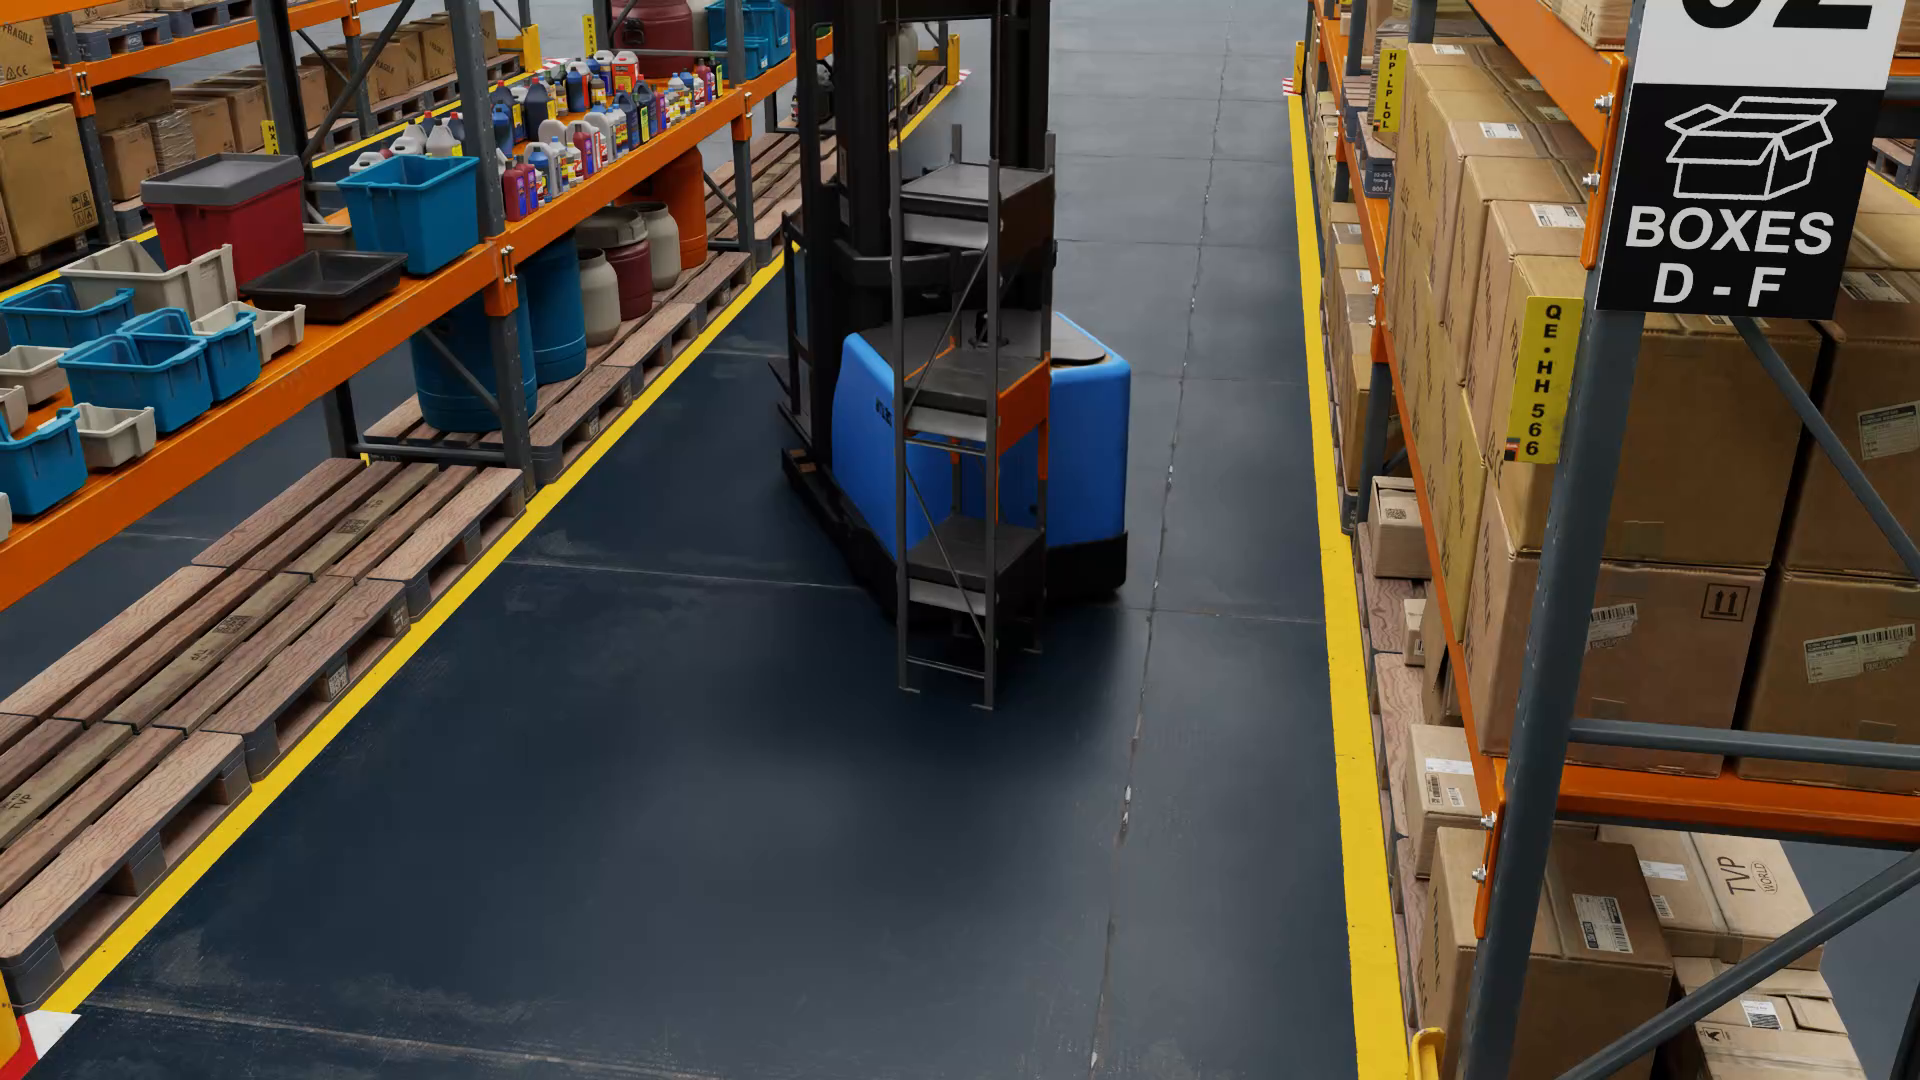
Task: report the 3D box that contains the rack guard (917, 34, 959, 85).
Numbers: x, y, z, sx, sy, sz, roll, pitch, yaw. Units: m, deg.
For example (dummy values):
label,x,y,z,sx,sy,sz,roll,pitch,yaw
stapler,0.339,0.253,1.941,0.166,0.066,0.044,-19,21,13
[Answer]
label,x,y,z,sx,sy,sz,roll,pitch,yaw
rack guard,-0.605,-5.450,18.805,1.175,0.500,0.348,4,25,9

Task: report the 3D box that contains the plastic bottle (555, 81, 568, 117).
label,x,y,z,sx,sy,sz,roll,pitch,yaw
plastic bottle,-2.479,-2.727,10.273,0.097,0.201,0.097,0,25,0

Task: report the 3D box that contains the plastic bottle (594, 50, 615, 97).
label,x,y,z,sx,sy,sz,roll,pitch,yaw
plastic bottle,-2.336,-3.057,10.889,0.152,0.276,0.135,4,25,9

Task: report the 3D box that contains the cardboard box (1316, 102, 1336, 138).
label,x,y,z,sx,sy,sz,roll,pitch,yaw
cardboard box,3.193,-3.434,13.635,0.500,0.311,0.500,4,25,8

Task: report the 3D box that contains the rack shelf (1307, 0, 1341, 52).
label,x,y,z,sx,sy,sz,roll,pitch,yaw
rack shelf,3.920,-5.111,15.979,1.077,0.370,4.000,4,25,9

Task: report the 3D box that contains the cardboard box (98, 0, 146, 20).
label,x,y,z,sx,sy,sz,roll,pitch,yaw
cardboard box,-6.791,-4.319,12.826,0.700,0.500,0.500,8,26,16

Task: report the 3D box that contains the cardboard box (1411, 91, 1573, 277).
label,x,y,z,sx,sy,sz,roll,pitch,yaw
cardboard box,1.763,-1.144,5.358,0.500,0.500,0.500,3,25,7

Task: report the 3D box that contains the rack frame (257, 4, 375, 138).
label,x,y,z,sx,sy,sz,roll,pitch,yaw
rack frame,-6.179,-5.288,15.509,1.000,3.000,0.127,4,25,9

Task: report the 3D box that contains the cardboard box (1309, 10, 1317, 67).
label,x,y,z,sx,sy,sz,roll,pitch,yaw
cardboard box,3.860,-5.139,17.055,0.500,0.500,0.500,4,25,9

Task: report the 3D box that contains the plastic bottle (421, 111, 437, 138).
label,x,y,z,sx,sy,sz,roll,pitch,yaw
plastic bottle,-2.743,-2.061,8.673,0.144,0.351,0.185,4,25,9

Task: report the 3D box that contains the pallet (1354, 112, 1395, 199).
label,x,y,z,sx,sy,sz,roll,pitch,yaw
pallet,2.626,-2.026,8.767,1.003,0.211,1.213,4,25,9

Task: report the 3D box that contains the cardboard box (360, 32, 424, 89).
label,x,y,z,sx,sy,sz,roll,pitch,yaw
cardboard box,-5.964,-5.016,17.380,0.500,0.500,0.500,2,25,4

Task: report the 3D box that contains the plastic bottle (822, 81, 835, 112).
label,x,y,z,sx,sy,sz,roll,pitch,yaw
plastic bottle,-1.290,-4.280,16.050,0.152,0.276,0.135,4,25,9

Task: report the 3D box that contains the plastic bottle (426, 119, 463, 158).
label,x,y,z,sx,sy,sz,roll,pitch,yaw
plastic bottle,-2.631,-1.974,8.486,0.144,0.351,0.185,4,25,9

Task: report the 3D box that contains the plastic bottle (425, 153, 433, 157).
label,x,y,z,sx,sy,sz,roll,pitch,yaw
plastic bottle,-2.669,-1.848,8.394,0.097,0.201,0.097,0,25,0

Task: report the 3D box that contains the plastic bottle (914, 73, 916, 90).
label,x,y,z,sx,sy,sz,roll,pitch,yaw
plastic bottle,-0.507,-4.751,17.144,0.097,0.201,0.097,0,25,0

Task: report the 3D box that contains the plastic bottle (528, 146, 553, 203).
label,x,y,z,sx,sy,sz,roll,pitch,yaw
plastic bottle,-2.081,-1.810,8.231,0.097,0.271,0.097,0,25,0

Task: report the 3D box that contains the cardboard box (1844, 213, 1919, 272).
label,x,y,z,sx,sy,sz,roll,pitch,yaw
cardboard box,2.043,-0.466,3.909,0.500,0.500,0.500,4,25,9

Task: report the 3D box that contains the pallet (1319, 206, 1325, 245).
label,x,y,z,sx,sy,sz,roll,pitch,yaw
pallet,3.314,-2.514,12.873,1.003,0.211,1.213,4,25,9

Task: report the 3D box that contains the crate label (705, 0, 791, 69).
label,x,y,z,sx,sy,sz,roll,pitch,yaw
crate label,-1.517,-3.685,12.042,0.502,0.435,0.616,4,25,9

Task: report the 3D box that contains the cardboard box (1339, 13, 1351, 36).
label,x,y,z,sx,sy,sz,roll,pitch,yaw
cardboard box,3.247,-4.130,13.331,0.380,0.149,0.250,4,25,9

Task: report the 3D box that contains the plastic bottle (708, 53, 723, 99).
label,x,y,z,sx,sy,sz,roll,pitch,yaw
plastic bottle,-1.592,-3.020,10.802,0.061,0.283,0.133,4,25,9

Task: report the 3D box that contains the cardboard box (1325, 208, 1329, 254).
label,x,y,z,sx,sy,sz,roll,pitch,yaw
cardboard box,2.785,-2.109,11.465,0.500,0.250,0.500,5,25,10

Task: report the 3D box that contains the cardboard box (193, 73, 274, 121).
label,x,y,z,sx,sy,sz,roll,pitch,yaw
cardboard box,-6.397,-3.902,14.976,0.700,0.500,0.500,4,25,8

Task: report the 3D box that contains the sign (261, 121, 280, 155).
label,x,y,z,sx,sy,sz,roll,pitch,yaw
sign,-3.143,-1.763,7.652,0.100,0.325,0.005,4,25,9

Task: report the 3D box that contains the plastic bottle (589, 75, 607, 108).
label,x,y,z,sx,sy,sz,roll,pitch,yaw
plastic bottle,-2.286,-2.829,10.490,0.097,0.201,0.097,0,25,0

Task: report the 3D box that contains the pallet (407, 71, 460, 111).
label,x,y,z,sx,sy,sz,roll,pitch,yaw
pallet,-5.907,-4.820,17.798,1.003,0.211,1.213,4,25,9

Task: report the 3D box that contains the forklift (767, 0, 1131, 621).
label,x,y,z,sx,sy,sz,roll,pitch,yaw
forklift,-0.258,-1.595,7.700,1.130,2.935,3.031,-9,26,-18

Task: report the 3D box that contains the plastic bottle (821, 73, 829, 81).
label,x,y,z,sx,sy,sz,roll,pitch,yaw
plastic bottle,-1.357,-4.483,16.482,0.152,0.276,0.135,4,25,9

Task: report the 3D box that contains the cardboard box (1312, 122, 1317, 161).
label,x,y,z,sx,sy,sz,roll,pitch,yaw
cardboard box,3.283,-3.393,14.209,0.500,0.250,0.500,3,25,7

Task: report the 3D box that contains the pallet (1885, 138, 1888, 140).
label,x,y,z,sx,sy,sz,roll,pitch,yaw
pallet,8.753,-3.790,15.599,1.003,0.211,1.213,4,25,9

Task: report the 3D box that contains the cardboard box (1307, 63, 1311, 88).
label,x,y,z,sx,sy,sz,roll,pitch,yaw
cardboard box,3.862,-4.800,17.213,0.500,0.250,0.500,4,25,9

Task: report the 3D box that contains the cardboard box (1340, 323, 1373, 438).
label,x,y,z,sx,sy,sz,roll,pitch,yaw
cardboard box,2.173,-0.754,8.251,0.500,0.500,0.500,4,25,9

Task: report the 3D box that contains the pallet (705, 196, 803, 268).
label,x,y,z,sx,sy,sz,roll,pitch,yaw
pallet,-1.782,-2.330,12.479,1.003,0.211,1.213,4,25,9

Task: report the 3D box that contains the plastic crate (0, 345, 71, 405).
label,x,y,z,sx,sy,sz,roll,pitch,yaw
plastic crate,-3.186,-0.551,5.629,0.298,0.136,0.250,4,25,9

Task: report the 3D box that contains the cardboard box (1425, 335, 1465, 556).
label,x,y,z,sx,sy,sz,roll,pitch,yaw
cardboard box,1.605,-0.258,4.645,0.500,0.500,0.500,4,25,9

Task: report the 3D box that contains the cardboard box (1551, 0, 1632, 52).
label,x,y,z,sx,sy,sz,roll,pitch,yaw
cardboard box,1.456,-1.105,3.211,0.500,0.250,0.500,4,25,9

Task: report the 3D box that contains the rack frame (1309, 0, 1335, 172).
label,x,y,z,sx,sy,sz,roll,pitch,yaw
rack frame,3.593,-4.600,14.039,1.000,3.000,0.127,4,25,9

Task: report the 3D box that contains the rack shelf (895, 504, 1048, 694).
label,x,y,z,sx,sy,sz,roll,pitch,yaw
rack shelf,0.050,0.221,6.485,0.431,0.518,0.480,11,27,23

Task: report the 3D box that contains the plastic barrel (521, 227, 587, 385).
label,x,y,z,sx,sy,sz,roll,pitch,yaw
plastic barrel,-2.379,-1.361,9.099,0.600,0.901,0.708,4,25,9

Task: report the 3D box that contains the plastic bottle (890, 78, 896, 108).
label,x,y,z,sx,sy,sz,roll,pitch,yaw
plastic bottle,-0.652,-4.368,16.228,0.061,0.283,0.133,5,26,11

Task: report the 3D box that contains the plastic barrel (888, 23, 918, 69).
label,x,y,z,sx,sy,sz,roll,pitch,yaw
plastic barrel,-0.671,-5.401,18.189,0.421,0.512,0.421,0,25,0

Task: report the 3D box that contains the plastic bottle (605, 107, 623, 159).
label,x,y,z,sx,sy,sz,roll,pitch,yaw
plastic bottle,-1.913,-2.239,9.146,0.097,0.271,0.097,0,25,0

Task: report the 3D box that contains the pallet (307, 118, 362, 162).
label,x,y,z,sx,sy,sz,roll,pitch,yaw
pallet,-6.305,-3.699,15.404,1.003,0.211,1.213,4,25,9

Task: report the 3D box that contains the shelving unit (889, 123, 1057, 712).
label,x,y,z,sx,sy,sz,roll,pitch,yaw
shelving unit,0.050,-0.426,6.182,0.431,2.100,0.503,11,27,23

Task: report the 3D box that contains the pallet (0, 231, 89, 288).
label,x,y,z,sx,sy,sz,roll,pitch,yaw
pallet,-7.036,-2.027,11.832,1.003,0.211,1.213,4,25,9

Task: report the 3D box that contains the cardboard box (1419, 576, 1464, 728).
label,x,y,z,sx,sy,sz,roll,pitch,yaw
cardboard box,1.984,0.463,5.647,0.797,0.503,0.637,4,25,9

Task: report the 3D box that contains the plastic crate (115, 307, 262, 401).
label,x,y,z,sx,sy,sz,roll,pitch,yaw
plastic crate,-2.624,-0.634,5.693,0.416,0.233,0.300,4,25,9

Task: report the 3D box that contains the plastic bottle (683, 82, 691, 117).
label,x,y,z,sx,sy,sz,roll,pitch,yaw
plastic bottle,-1.714,-2.717,10.251,0.097,0.201,0.097,0,25,0

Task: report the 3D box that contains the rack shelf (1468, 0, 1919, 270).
label,x,y,z,sx,sy,sz,roll,pitch,yaw
rack shelf,1.959,-1.450,4.620,1.077,0.370,4.000,4,25,9

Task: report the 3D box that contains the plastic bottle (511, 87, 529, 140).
label,x,y,z,sx,sy,sz,roll,pitch,yaw
plastic bottle,-2.563,-2.477,9.650,0.152,0.276,0.135,4,25,9
